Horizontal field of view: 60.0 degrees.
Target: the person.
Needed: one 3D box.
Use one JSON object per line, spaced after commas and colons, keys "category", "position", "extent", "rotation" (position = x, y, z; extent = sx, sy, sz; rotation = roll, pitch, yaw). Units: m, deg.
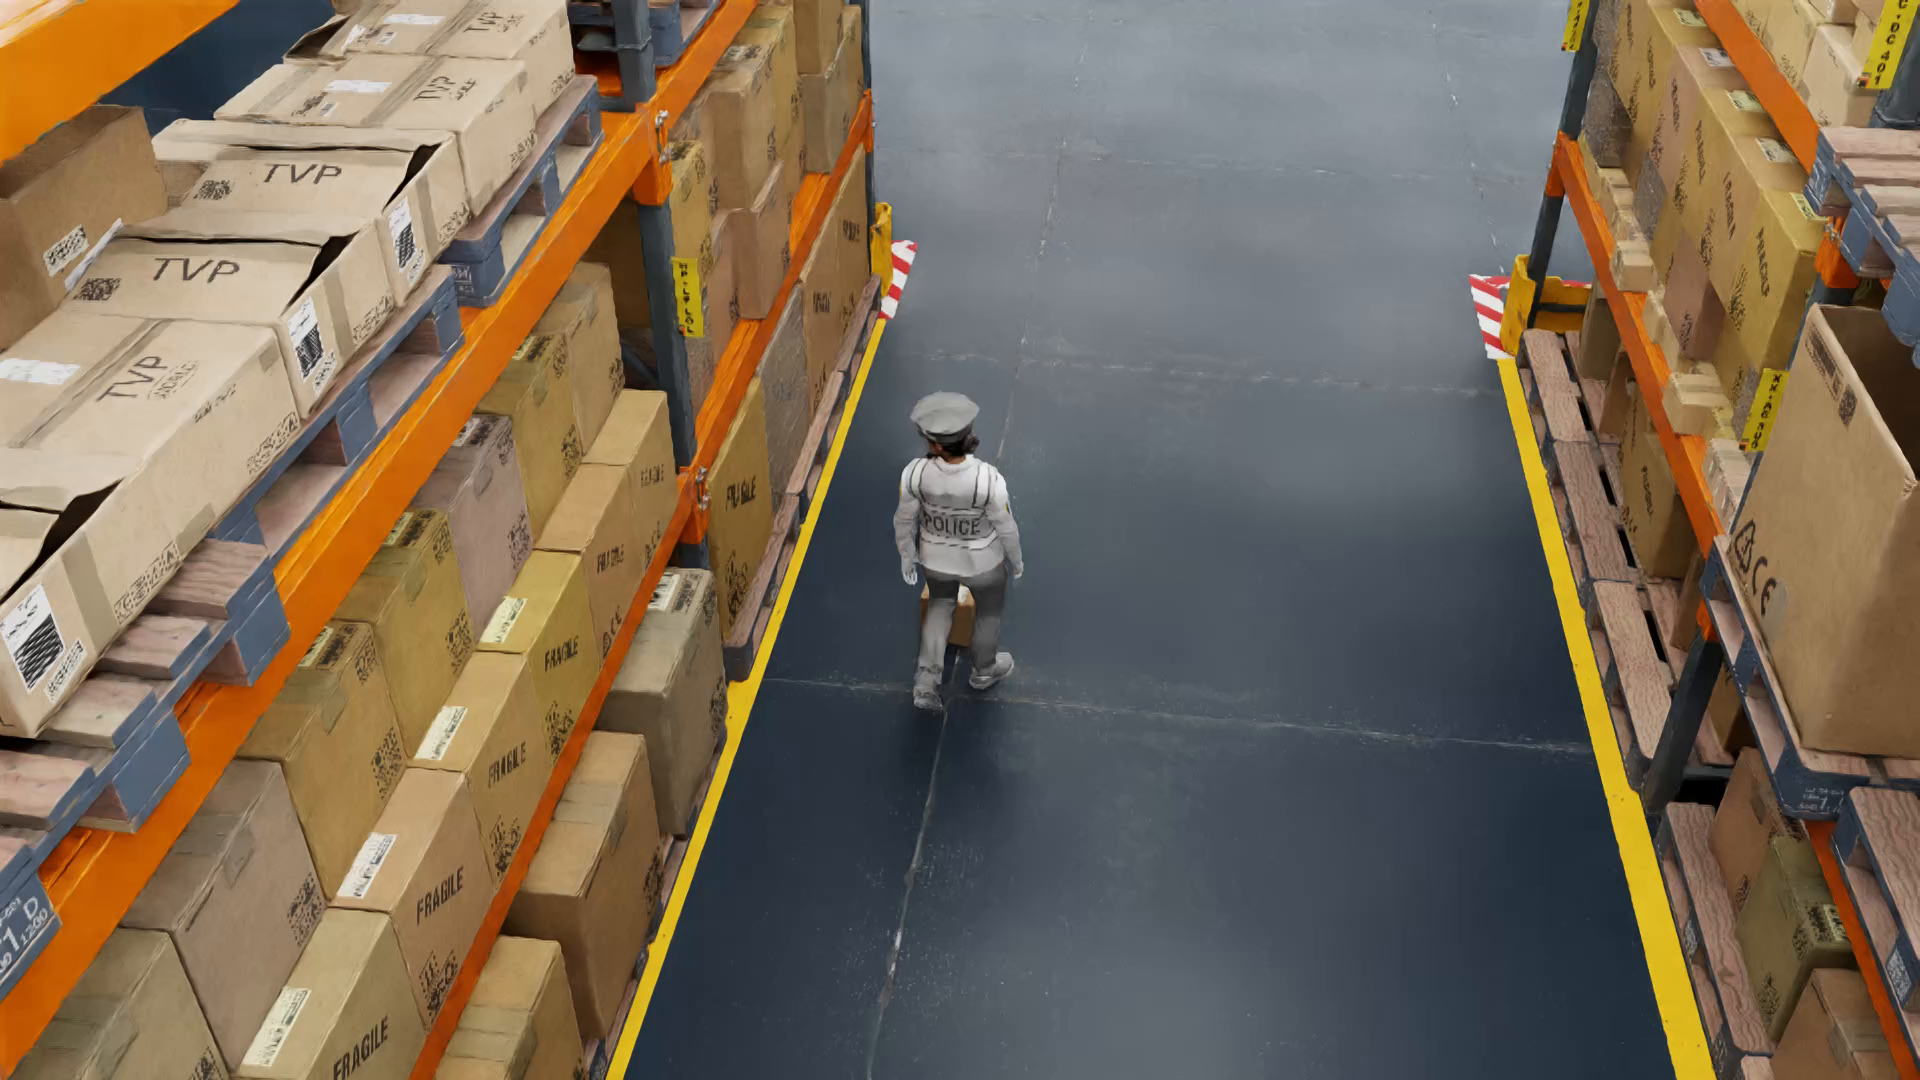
{"category": "person", "position": [0.012, 0.048, 7.017], "extent": [0.515, 1.626, 0.634], "rotation": [12, 38, 16]}
